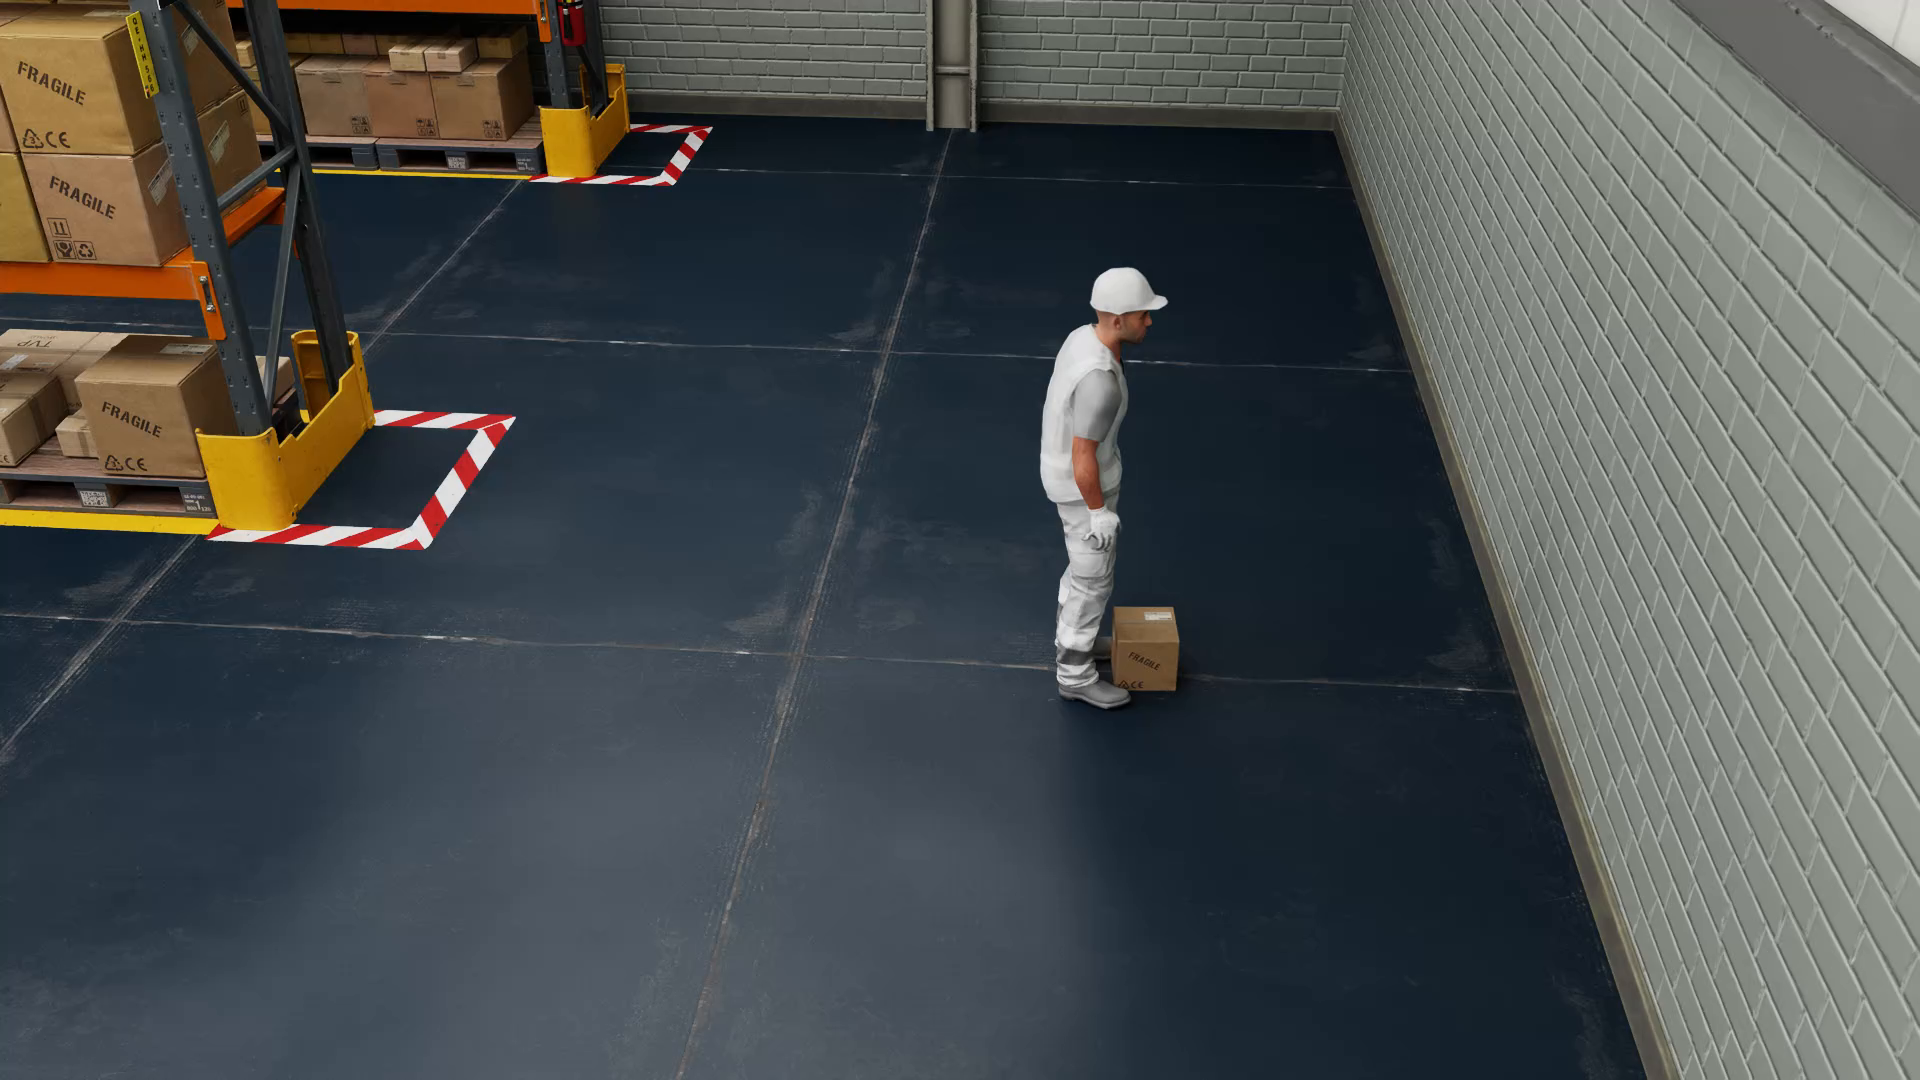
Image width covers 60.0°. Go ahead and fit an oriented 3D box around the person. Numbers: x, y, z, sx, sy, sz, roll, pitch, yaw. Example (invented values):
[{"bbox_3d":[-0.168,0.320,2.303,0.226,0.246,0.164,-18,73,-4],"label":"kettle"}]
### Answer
[{"bbox_3d":[0.533,-0.211,6.465,0.448,1.777,0.607,3,32,4],"label":"person"}]
